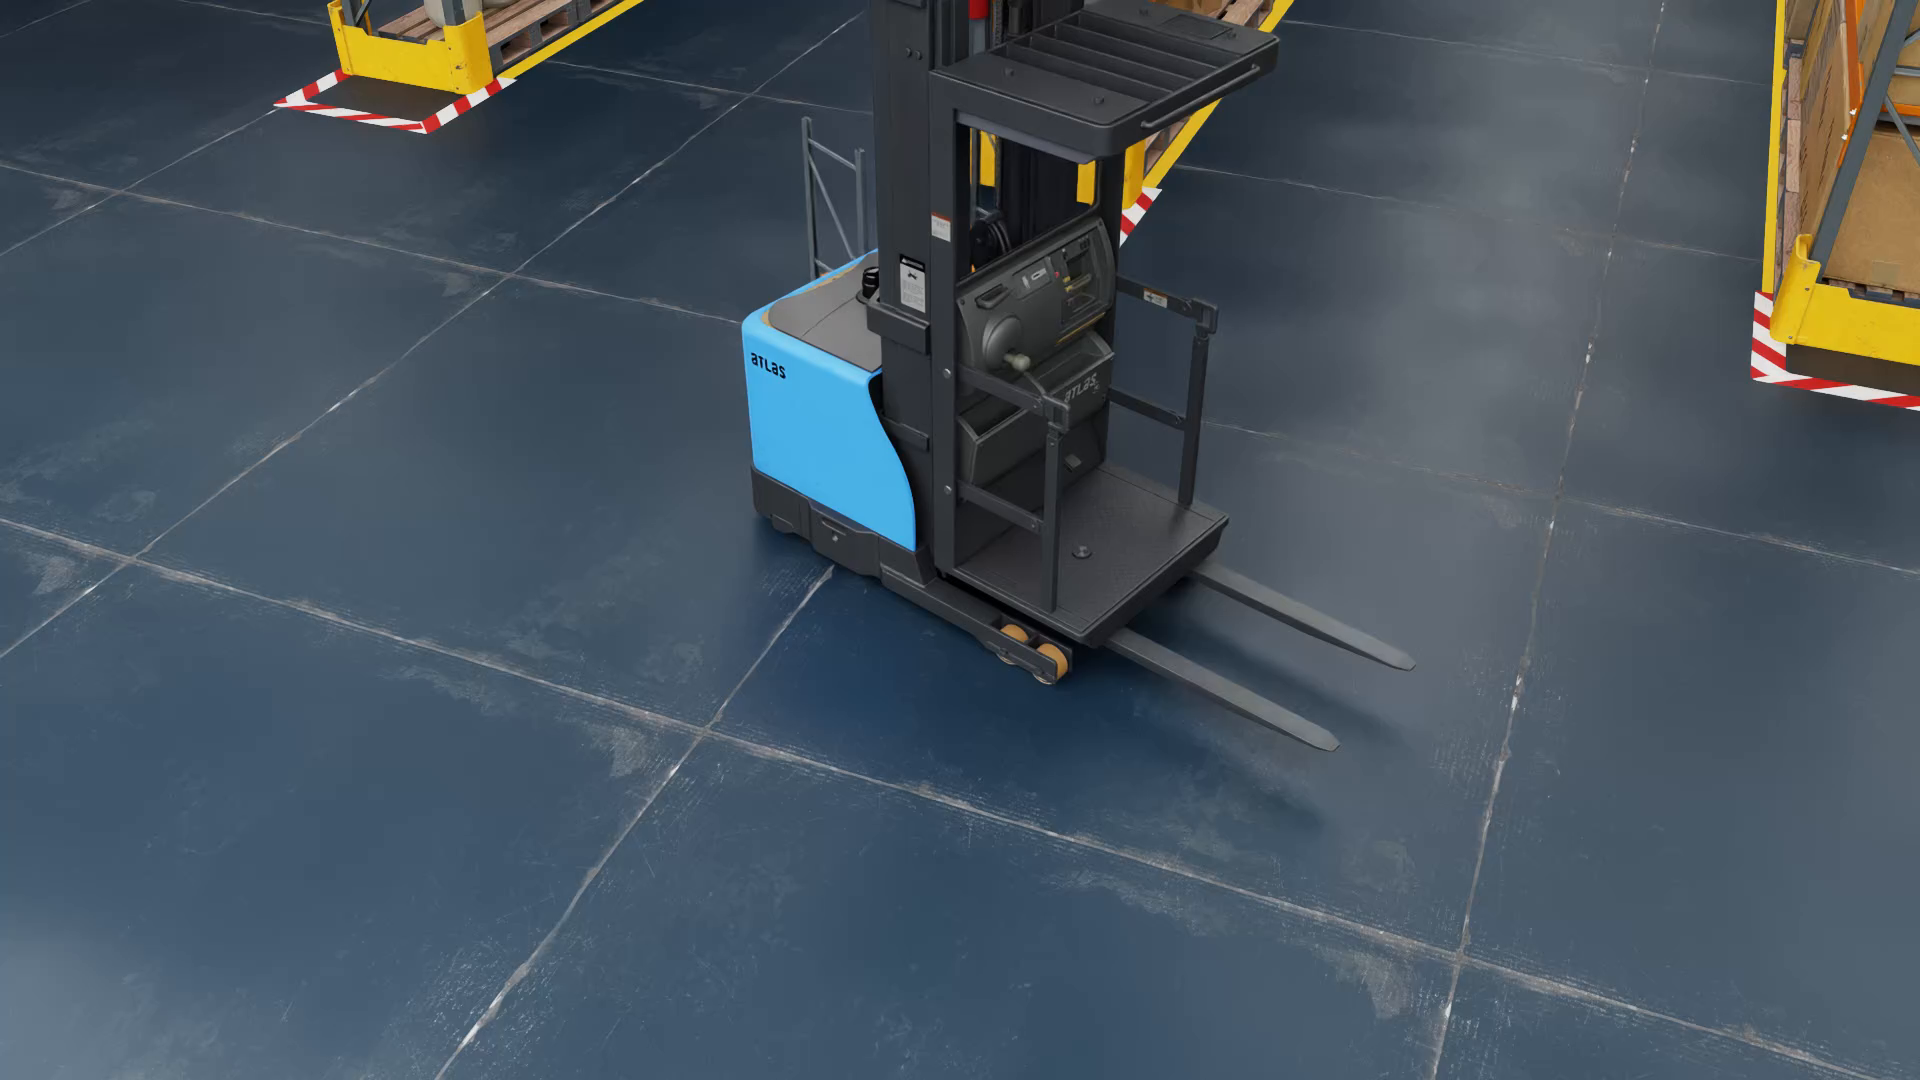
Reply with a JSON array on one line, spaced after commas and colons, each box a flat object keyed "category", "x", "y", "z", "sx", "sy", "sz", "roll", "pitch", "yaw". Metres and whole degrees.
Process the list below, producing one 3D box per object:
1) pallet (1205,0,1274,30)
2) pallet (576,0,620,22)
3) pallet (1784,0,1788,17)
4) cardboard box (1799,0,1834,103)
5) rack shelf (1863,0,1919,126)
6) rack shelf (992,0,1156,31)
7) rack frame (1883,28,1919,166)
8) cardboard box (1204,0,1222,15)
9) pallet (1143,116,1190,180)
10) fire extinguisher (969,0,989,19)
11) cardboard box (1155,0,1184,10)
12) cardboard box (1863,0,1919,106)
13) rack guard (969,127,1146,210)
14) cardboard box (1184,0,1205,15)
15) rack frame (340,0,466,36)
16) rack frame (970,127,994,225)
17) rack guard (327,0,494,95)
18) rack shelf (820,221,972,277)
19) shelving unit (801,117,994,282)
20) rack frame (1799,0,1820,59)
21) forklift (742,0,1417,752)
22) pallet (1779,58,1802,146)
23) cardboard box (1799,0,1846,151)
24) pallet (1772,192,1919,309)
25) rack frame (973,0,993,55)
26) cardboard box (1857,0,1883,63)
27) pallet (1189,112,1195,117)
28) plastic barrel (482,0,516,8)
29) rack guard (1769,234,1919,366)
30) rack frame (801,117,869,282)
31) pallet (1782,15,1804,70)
[{"category": "pallet", "x": 1.862, "y": -4.190, "z": 13.179, "sx": 1.003, "sy": 0.211, "sz": 1.213, "roll": 14, "pitch": 39, "yaw": 18}, {"category": "pallet", "x": -3.253, "y": -4.658, "z": 13.805, "sx": 1.003, "sy": 0.211, "sz": 1.213, "roll": 14, "pitch": 39, "yaw": 18}, {"category": "pallet", "x": 7.319, "y": -4.506, "z": 13.602, "sx": 1.003, "sy": 0.211, "sz": 1.213, "roll": 14, "pitch": 39, "yaw": 18}, {"category": "cardboard box", "x": 6.329, "y": -3.486, "z": 11.332, "sx": 0.875, "sy": 0.875, "sz": 0.875, "roll": 14, "pitch": 39, "yaw": 18}, {"category": "rack shelf", "x": 5.872, "y": -3.184, "z": 9.942, "sx": 0.919, "sy": 0.124, "sz": 3.809, "roll": 14, "pitch": 39, "yaw": 18}, {"category": "rack shelf", "x": 1.323, "y": -4.291, "z": 11.587, "sx": 1.077, "sy": 0.370, "sz": 4.000, "roll": 14, "pitch": 39, "yaw": 18}, {"category": "rack frame", "x": 5.108, "y": -2.287, "z": 8.304, "sx": 0.949, "sy": 2.616, "sz": 0.053, "roll": 14, "pitch": 39, "yaw": 18}, {"category": "cardboard box", "x": 1.684, "y": -4.323, "z": 12.765, "sx": 0.500, "sy": 0.500, "sz": 0.500, "roll": 27, "pitch": 45, "yaw": 32}, {"category": "pallet", "x": 0.933, "y": -2.839, "z": 11.372, "sx": 1.003, "sy": 0.211, "sz": 1.213, "roll": 14, "pitch": 39, "yaw": 18}, {"category": "fire extinguisher", "x": 0.093, "y": -3.483, "z": 9.969, "sx": 0.296, "sy": 0.674, "sz": 0.183, "roll": 14, "pitch": 39, "yaw": 18}, {"category": "cardboard box", "x": 1.267, "y": -3.662, "z": 11.881, "sx": 0.500, "sy": 0.500, "sz": 0.500, "roll": 18, "pitch": 40, "yaw": 22}, {"category": "cardboard box", "x": 5.210, "y": -2.562, "z": 8.547, "sx": 0.875, "sy": 0.550, "sz": 0.550, "roll": 14, "pitch": 39, "yaw": 18}, {"category": "rack guard", "x": 0.591, "y": -2.513, "z": 10.694, "sx": 1.175, "sy": 0.500, "sz": 0.348, "roll": 14, "pitch": 39, "yaw": 18}, {"category": "cardboard box", "x": 1.521, "y": -3.961, "z": 12.281, "sx": 0.500, "sy": 0.500, "sz": 0.500, "roll": 11, "pitch": 38, "yaw": 14}, {"category": "rack frame", "x": -4.018, "y": -4.600, "z": 11.399, "sx": 1.000, "sy": 3.000, "sz": 0.127, "roll": 14, "pitch": 39, "yaw": 18}, {"category": "rack frame", "x": 0.216, "y": -1.666, "z": 8.726, "sx": 0.032, "sy": 1.500, "sz": 0.500, "roll": -24, "pitch": 43, "yaw": -29}, {"category": "rack guard", "x": -4.033, "y": -3.652, "z": 12.218, "sx": 1.175, "sy": 0.500, "sz": 0.348, "roll": 14, "pitch": 39, "yaw": 18}, {"category": "rack shelf", "x": -0.190, "y": -1.339, "z": 8.589, "sx": 1.000, "sy": 0.185, "sz": 0.538, "roll": -24, "pitch": 43, "yaw": -29}, {"category": "shelving unit", "x": -0.183, "y": -1.486, "z": 8.485, "sx": 1.083, "sy": 1.500, "sz": 0.587, "roll": -24, "pitch": 43, "yaw": -29}, {"category": "rack frame", "x": 6.633, "y": -4.501, "z": 11.266, "sx": 1.000, "sy": 3.000, "sz": 0.127, "roll": 14, "pitch": 39, "yaw": 18}, {"category": "forklift", "x": 0.477, "y": -0.932, "z": 6.548, "sx": 3.031, "sy": 2.935, "sz": 1.130, "roll": 27, "pitch": 44, "yaw": 31}, {"category": "pallet", "x": 6.271, "y": -2.981, "z": 11.562, "sx": 1.003, "sy": 0.211, "sz": 1.213, "roll": 14, "pitch": 39, "yaw": 18}, {"category": "cardboard box", "x": 5.989, "y": -2.986, "z": 10.663, "sx": 0.875, "sy": 0.875, "sz": 0.875, "roll": 14, "pitch": 39, "yaw": 18}, {"category": "pallet", "x": 5.343, "y": -1.630, "z": 9.754, "sx": 1.003, "sy": 0.211, "sz": 1.213, "roll": 14, "pitch": 39, "yaw": 18}, {"category": "rack frame", "x": 0.562, "y": -3.472, "z": 9.890, "sx": 1.000, "sy": 3.000, "sz": 0.127, "roll": 14, "pitch": 39, "yaw": 18}, {"category": "cardboard box", "x": 5.399, "y": -2.872, "z": 8.961, "sx": 0.875, "sy": 0.550, "sz": 0.550, "roll": 14, "pitch": 39, "yaw": 18}, {"category": "pallet", "x": 1.399, "y": -3.512, "z": 12.272, "sx": 1.003, "sy": 0.211, "sz": 1.213, "roll": 14, "pitch": 39, "yaw": 18}, {"category": "plastic barrel", "x": -3.647, "y": -4.431, "z": 12.900, "sx": 0.421, "sy": 0.512, "sz": 0.421, "roll": 0, "pitch": 37, "yaw": 0}, {"category": "rack guard", "x": 5.102, "y": -1.272, "z": 9.034, "sx": 1.175, "sy": 0.500, "sz": 0.348, "roll": 14, "pitch": 39, "yaw": 18}, {"category": "rack frame", "x": -0.596, "y": -1.300, "z": 8.236, "sx": 0.032, "sy": 1.500, "sz": 0.500, "roll": -24, "pitch": 43, "yaw": -29}, {"category": "pallet", "x": 6.857, "y": -3.828, "z": 12.696, "sx": 1.003, "sy": 0.211, "sz": 1.213, "roll": 14, "pitch": 39, "yaw": 18}]
